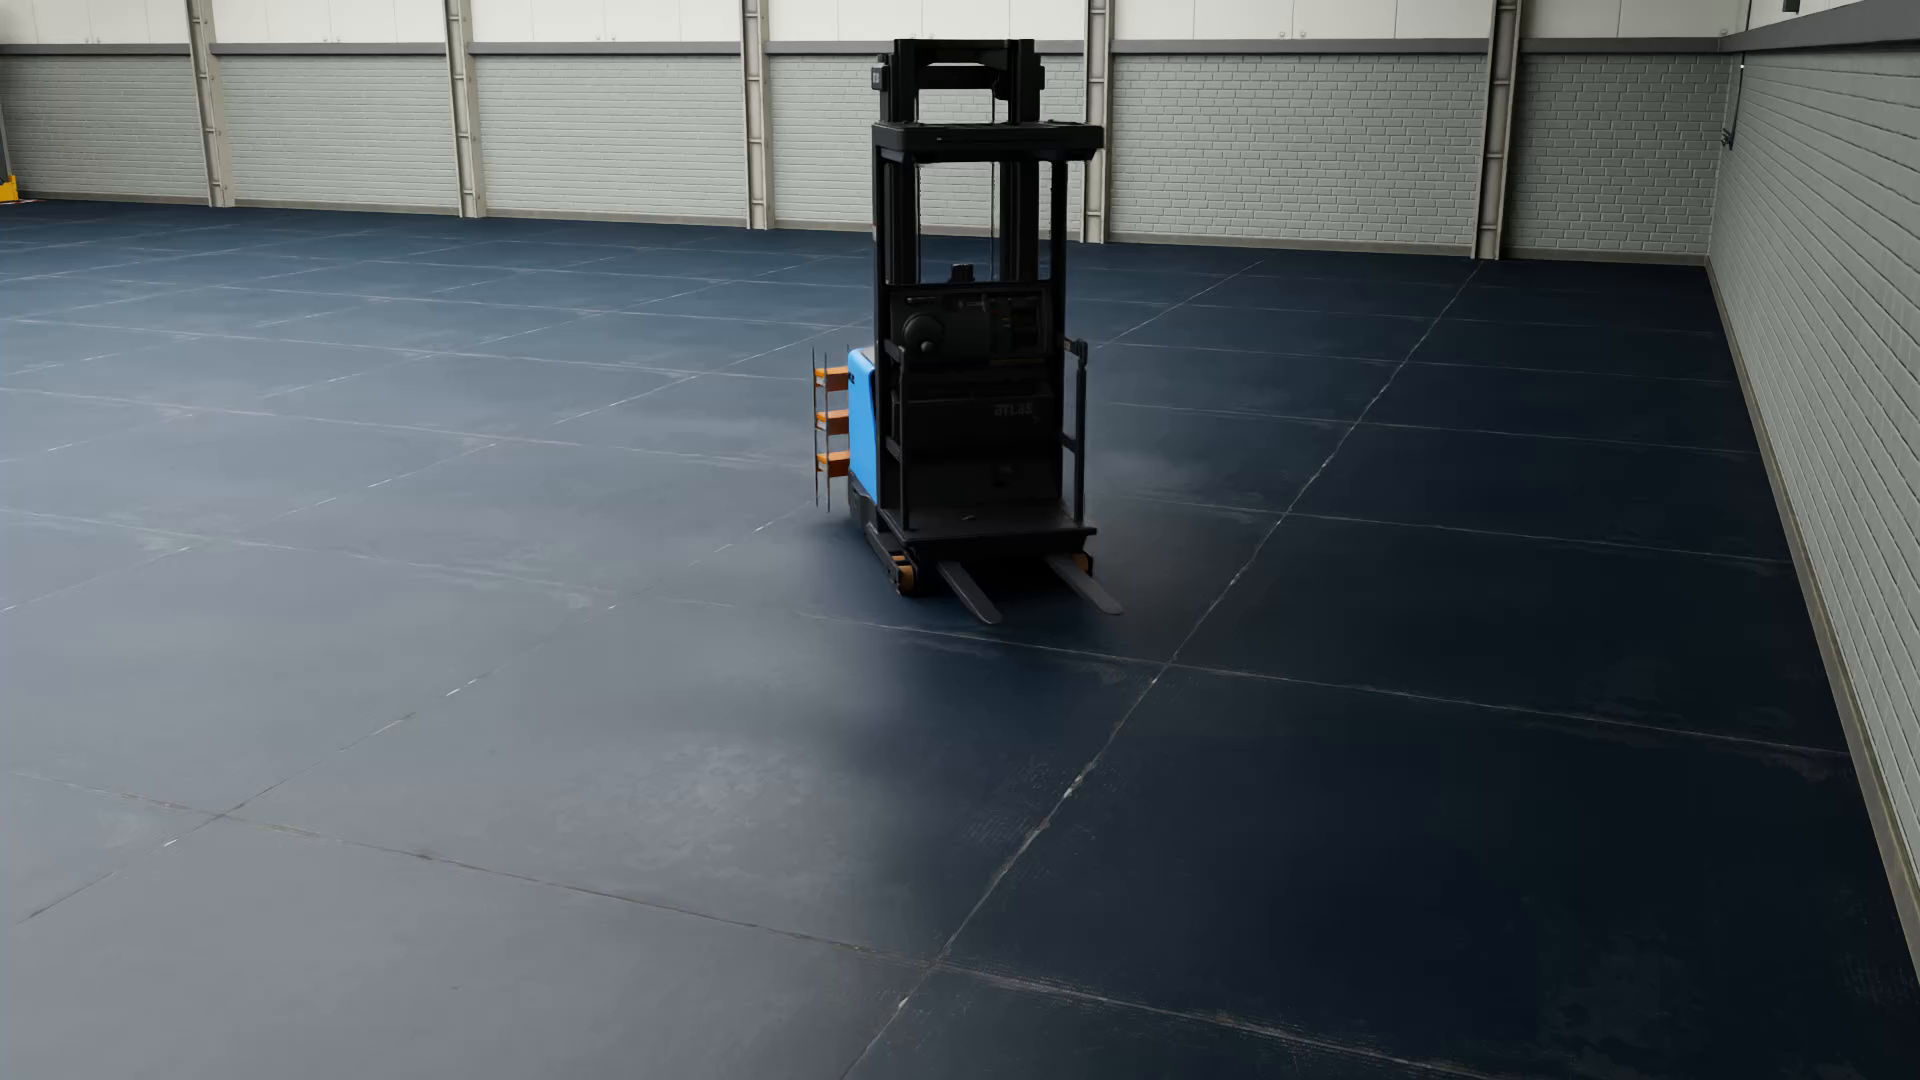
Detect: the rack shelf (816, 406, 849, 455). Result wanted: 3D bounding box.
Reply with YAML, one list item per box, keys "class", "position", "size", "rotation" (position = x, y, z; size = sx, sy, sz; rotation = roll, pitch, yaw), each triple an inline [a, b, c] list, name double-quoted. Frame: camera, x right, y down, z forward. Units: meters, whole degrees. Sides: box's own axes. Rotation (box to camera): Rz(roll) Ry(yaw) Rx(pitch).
- class: "rack shelf"
  position: [-0.789, -0.708, 10.766]
  size: [0.240, 0.259, 0.215]
  rotation: [-9, 18, -28]

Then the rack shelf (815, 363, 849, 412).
- class: "rack shelf"
  position: [-0.789, -0.980, 10.687]
  size: [0.240, 0.259, 0.215]
  rotation: [-9, 18, -28]

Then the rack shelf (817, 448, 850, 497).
- class: "rack shelf"
  position: [-0.789, -0.441, 10.844]
  size: [0.240, 0.259, 0.215]
  rotation: [-9, 18, -28]

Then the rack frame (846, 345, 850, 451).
- class: "rack frame"
  position: [-0.683, -0.734, 10.821]
  size: [0.008, 1.050, 0.200]
  rotation: [-9, 18, -28]

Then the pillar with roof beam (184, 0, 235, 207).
- class: "pillar with roof beam"
  position: [-16.173, -9.808, 27.818]
  size: [0.400, 9.000, 9.100]
  rotation: [6, 17, 21]

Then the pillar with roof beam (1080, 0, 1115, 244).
- class: "pillar with roof beam"
  position: [0.572, -7.967, 21.475]
  size: [0.400, 9.000, 9.100]
  rotation: [6, 17, 21]

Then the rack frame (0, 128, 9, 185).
- class: "rack frame"
  position: [-19.858, -8.352, 33.564]
  size: [0.127, 3.000, 1.000]
  rotation: [6, 17, 21]

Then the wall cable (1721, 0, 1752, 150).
- class: "wall cable"
  position: [9.988, -6.334, 21.420]
  size: [0.112, 2.526, 3.097]
  rotation: [6, 17, 21]

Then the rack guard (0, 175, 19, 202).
- class: "rack guard"
  position: [-19.835, -7.149, 33.904]
  size: [0.348, 0.500, 1.175]
  rotation: [6, 17, 21]

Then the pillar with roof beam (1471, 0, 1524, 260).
- class: "pillar with roof beam"
  position: [6.153, -7.353, 19.361]
  size: [0.400, 9.000, 9.100]
  rotation: [6, 17, 21]

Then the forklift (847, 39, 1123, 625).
- class: "forklift"
  position: [0.119, -1.222, 9.127]
  size: [1.130, 2.935, 3.031]
  rotation: [-4, 17, -13]

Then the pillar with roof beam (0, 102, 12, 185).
- class: "pillar with roof beam"
  position: [-21.754, -10.422, 29.932]
  size: [0.400, 9.000, 9.100]
  rotation: [6, 17, 21]

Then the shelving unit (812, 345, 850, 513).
- class: "shelving unit"
  position: [-0.789, -0.718, 10.763]
  size: [0.252, 1.050, 0.215]
  rotation: [-9, 18, -28]

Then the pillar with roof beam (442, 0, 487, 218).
- class: "pillar with roof beam"
  position: [-10.591, -9.194, 25.704]
  size: [0.400, 9.000, 9.100]
  rotation: [6, 17, 21]

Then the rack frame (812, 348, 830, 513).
- class: "rack frame"
  position: [-0.896, -0.701, 10.706]
  size: [0.008, 1.050, 0.200]
  rotation: [-9, 18, -28]

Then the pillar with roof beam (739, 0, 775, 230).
- class: "pillar with roof beam"
  position: [-5.010, -8.581, 23.589]
  size: [0.400, 9.000, 9.100]
  rotation: [6, 17, 21]

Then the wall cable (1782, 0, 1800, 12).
- class: "wall cable"
  position: [6.490, -6.998, 12.038]
  size: [0.169, 6.003, 2.305]
  rotation: [6, 17, 21]
